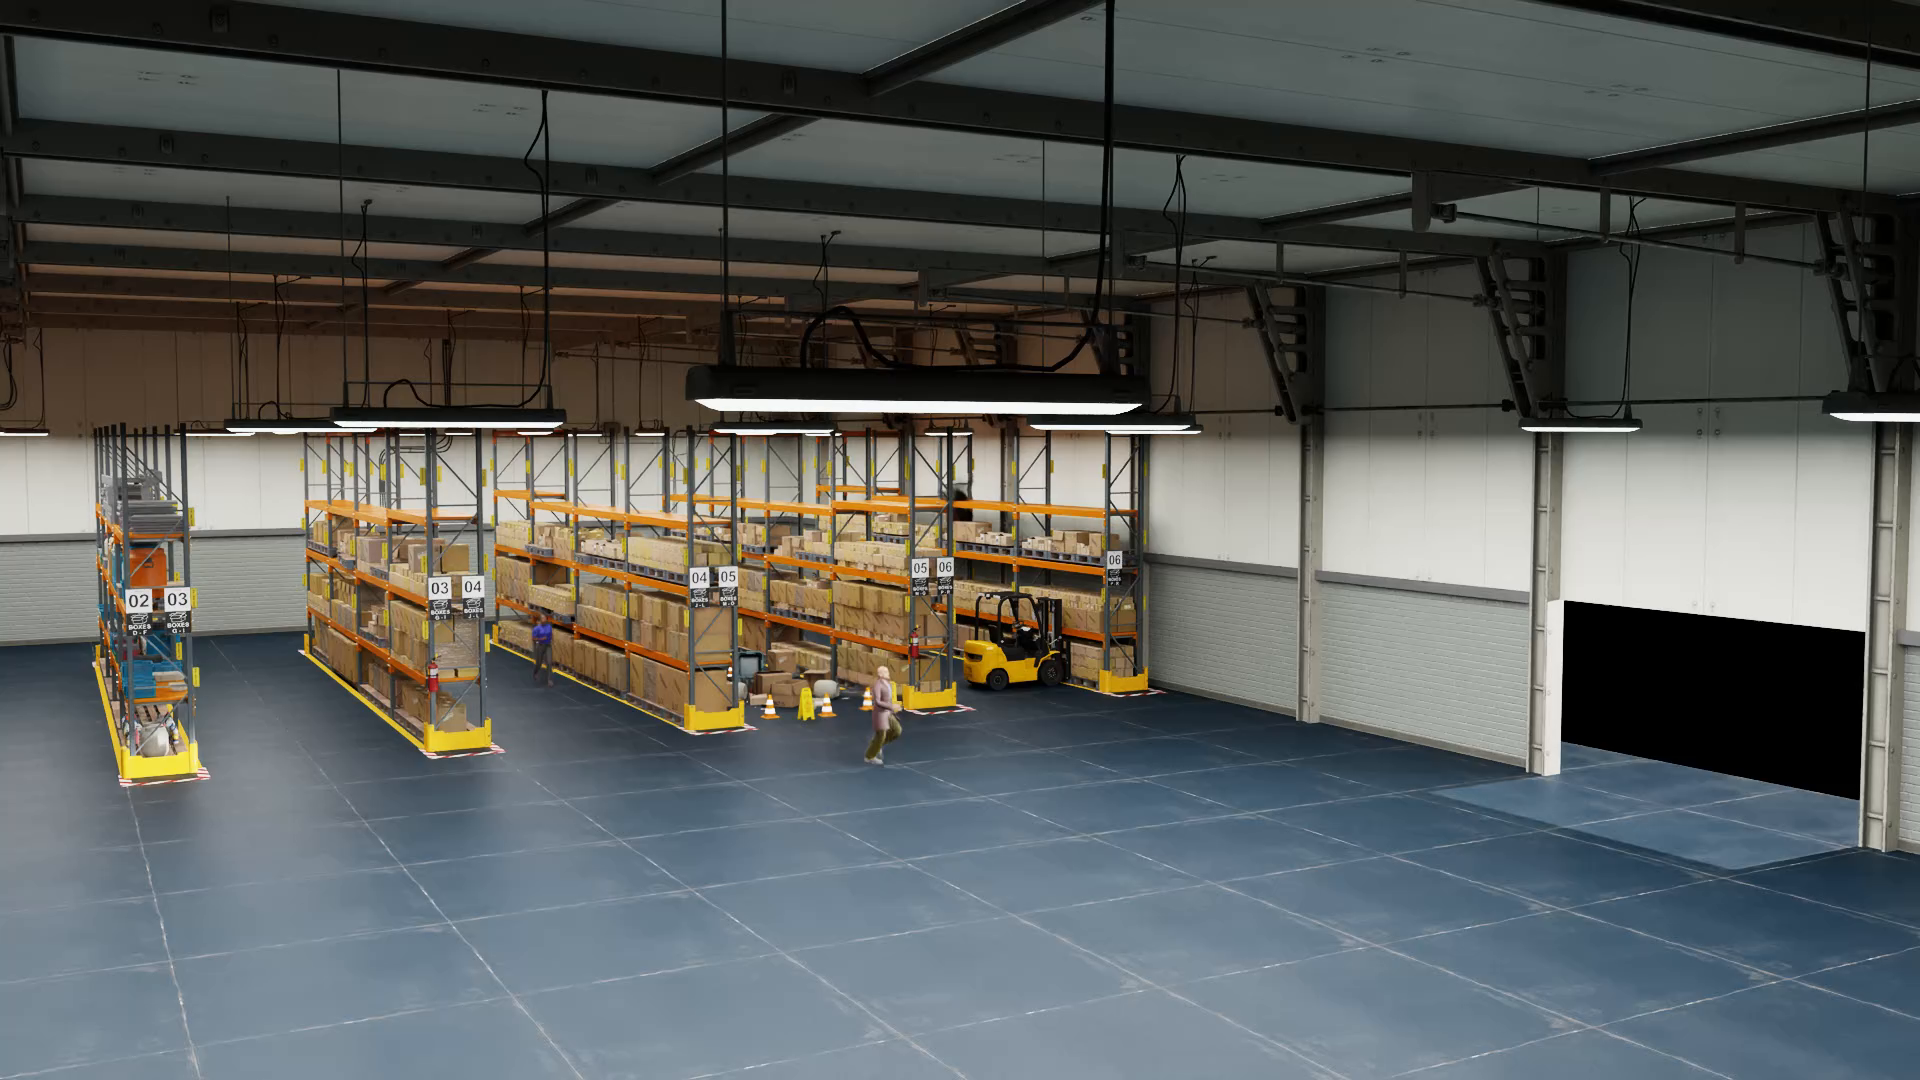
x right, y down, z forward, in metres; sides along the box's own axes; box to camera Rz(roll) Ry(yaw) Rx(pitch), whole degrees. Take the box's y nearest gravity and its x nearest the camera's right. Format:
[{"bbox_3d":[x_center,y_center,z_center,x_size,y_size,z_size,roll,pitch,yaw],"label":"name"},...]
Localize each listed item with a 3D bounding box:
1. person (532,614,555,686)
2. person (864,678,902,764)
[{"bbox_3d":[-9.680,2.547,38.682,0.581,1.622,0.929,-2,4,-33],"label":"person"},{"bbox_3d":[-1.366,3.186,29.335,0.635,1.525,0.741,2,4,24],"label":"person"}]
